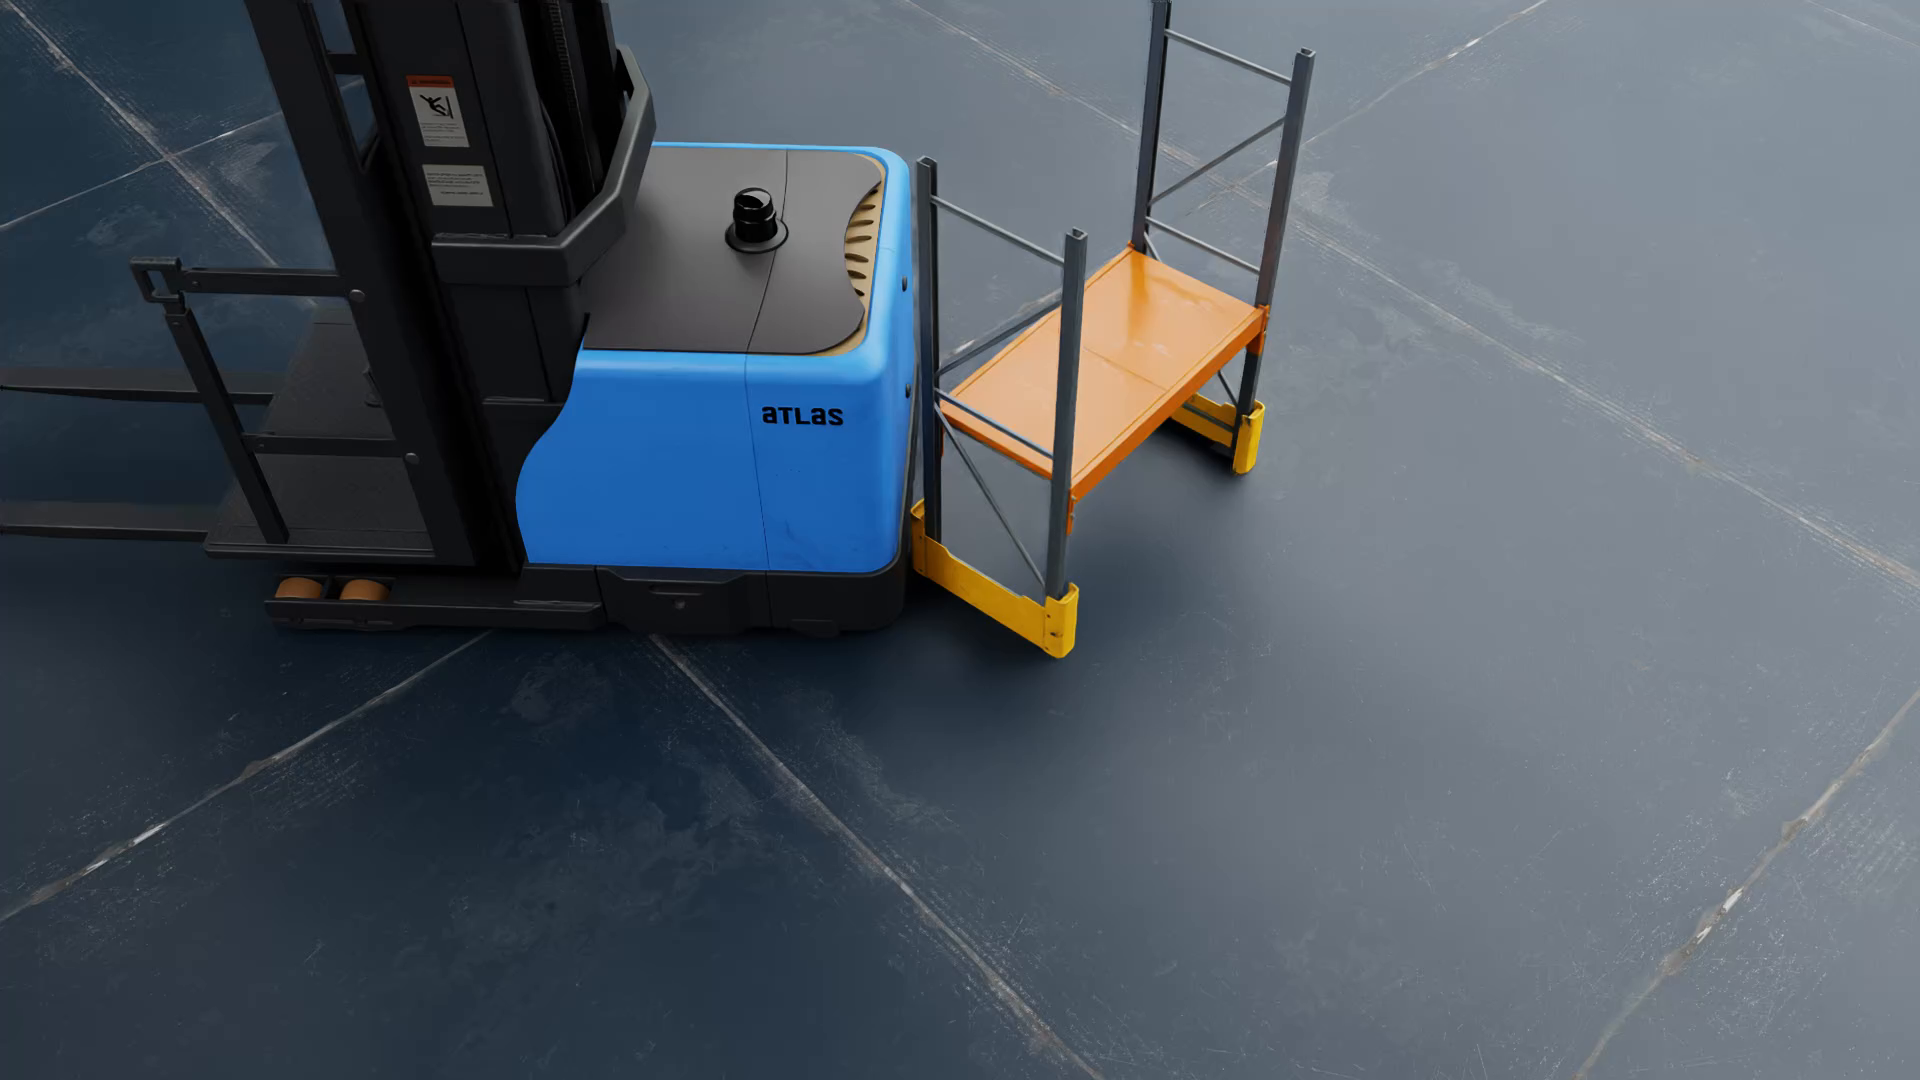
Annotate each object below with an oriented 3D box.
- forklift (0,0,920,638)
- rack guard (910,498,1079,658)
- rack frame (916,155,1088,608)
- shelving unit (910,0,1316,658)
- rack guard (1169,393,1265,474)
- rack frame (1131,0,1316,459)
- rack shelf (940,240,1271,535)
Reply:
[{"bbox_3d":[-1.666,-1.106,4.276,3.031,2.935,1.130,2,47,2],"label":"forklift"},{"bbox_3d":[0.096,0.112,4.977,0.587,0.250,0.087,31,54,25],"label":"rack guard"},{"bbox_3d":[0.095,-0.311,4.517,0.500,1.500,0.032,31,54,25],"label":"rack frame"},{"bbox_3d":[0.412,-0.595,4.778,0.587,1.500,1.083,31,54,25],"label":"shelving unit"},{"bbox_3d":[0.727,-0.454,5.499,0.587,0.250,0.087,31,54,25],"label":"rack guard"},{"bbox_3d":[0.740,-0.889,5.050,0.500,1.500,0.032,31,54,25],"label":"rack frame"},{"bbox_3d":[0.418,-0.478,4.915,0.538,0.185,1.000,31,54,25],"label":"rack shelf"}]
